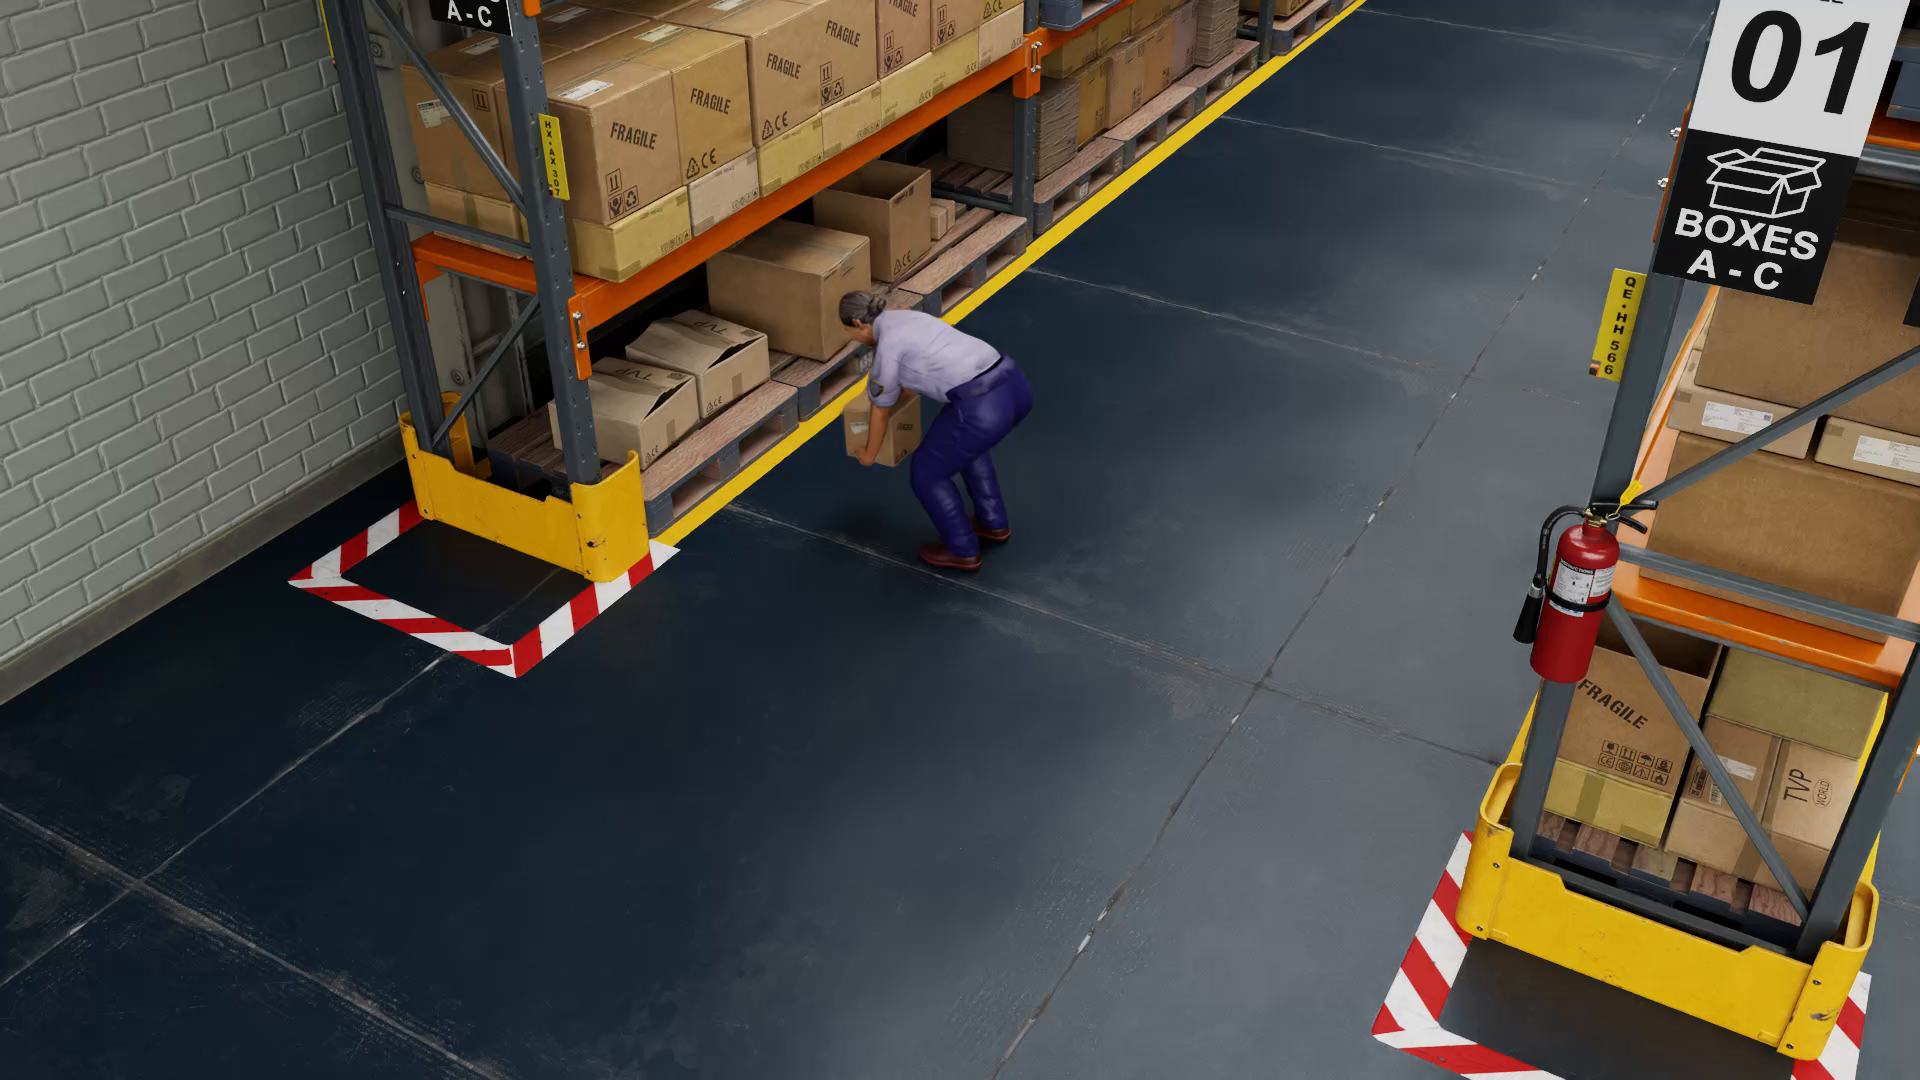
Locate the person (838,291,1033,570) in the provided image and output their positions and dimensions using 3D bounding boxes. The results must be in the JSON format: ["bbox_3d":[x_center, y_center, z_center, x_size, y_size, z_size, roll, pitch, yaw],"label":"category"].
[{"bbox_3d":[-0.125,-0.495,7.310,0.868,1.169,0.487,16,38,22],"label":"person"}]
